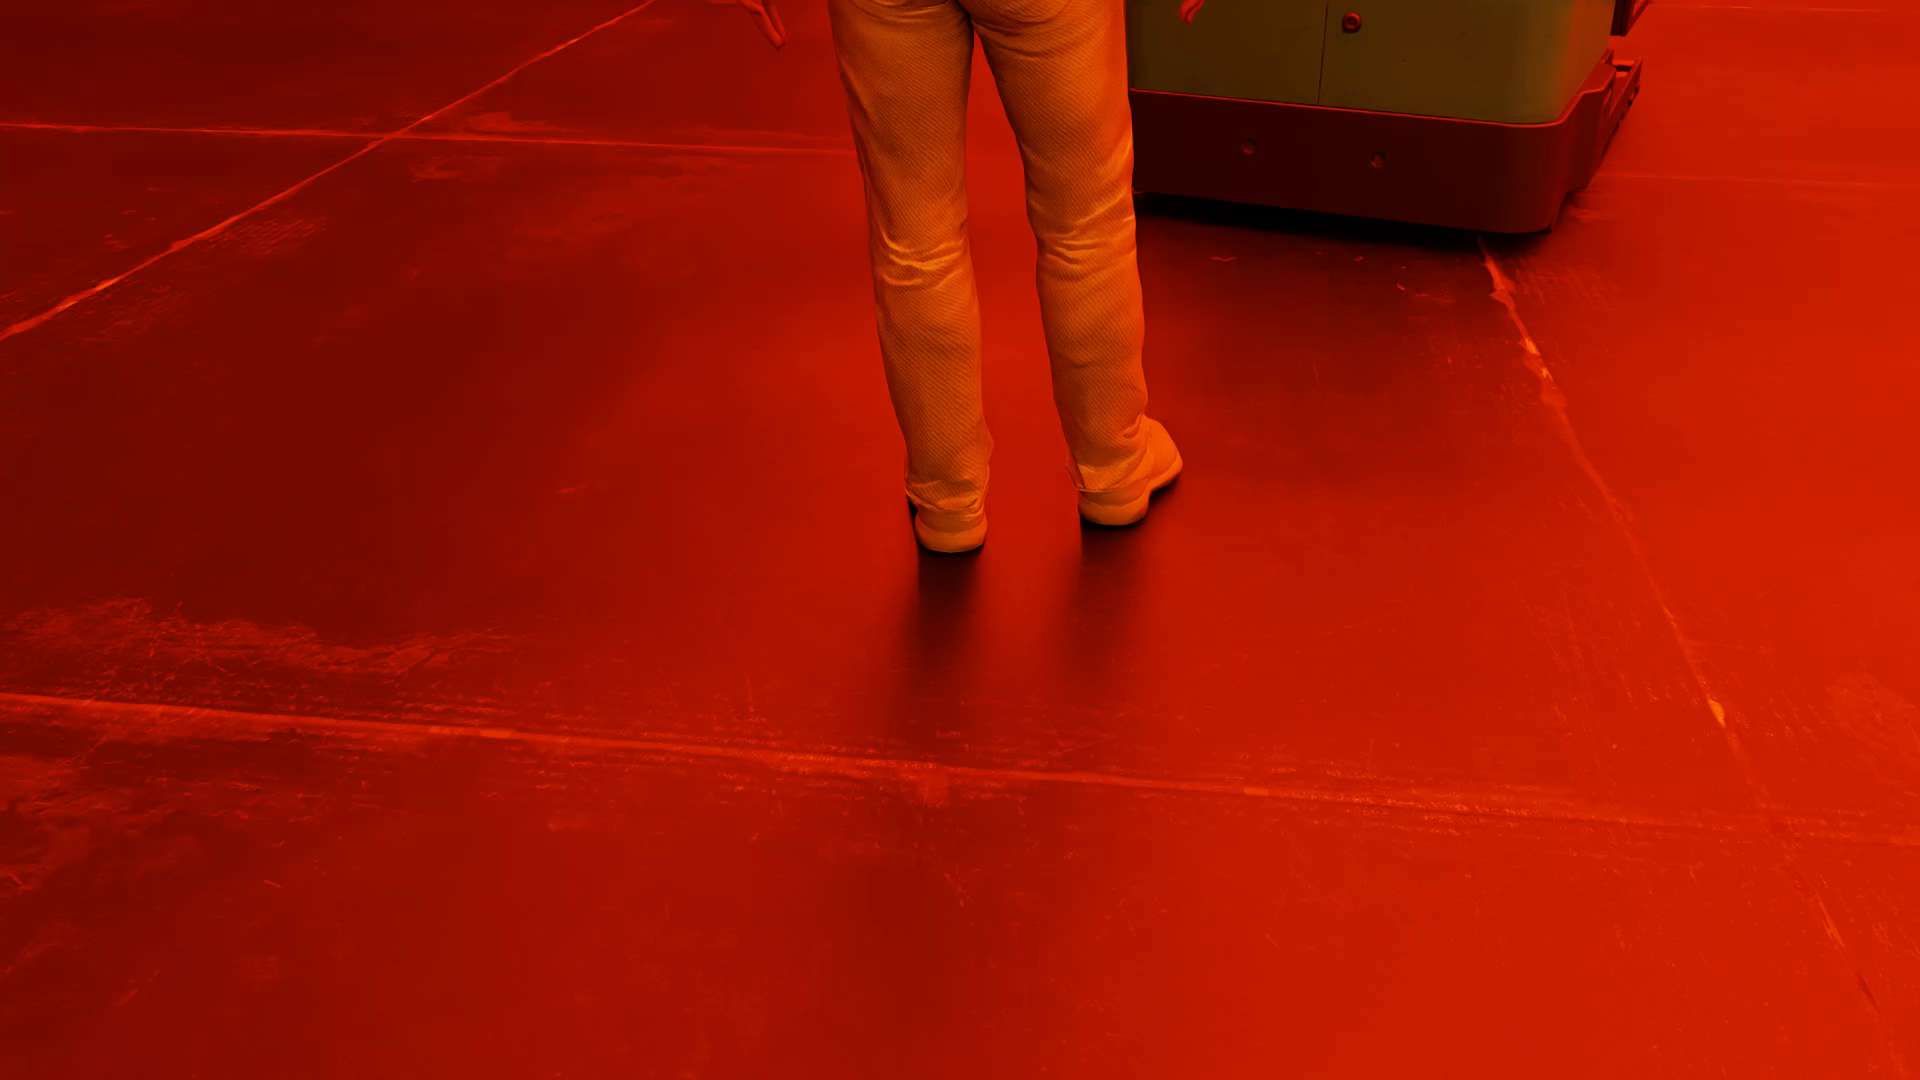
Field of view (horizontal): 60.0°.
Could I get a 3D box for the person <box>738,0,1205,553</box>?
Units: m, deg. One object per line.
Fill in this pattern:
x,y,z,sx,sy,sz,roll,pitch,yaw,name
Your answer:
0.015,-0.827,2.164,0.665,1.768,0.575,3,27,7,person

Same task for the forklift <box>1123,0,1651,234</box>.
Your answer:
1.459,-2.624,4.477,1.130,2.935,3.031,12,29,23,forklift
